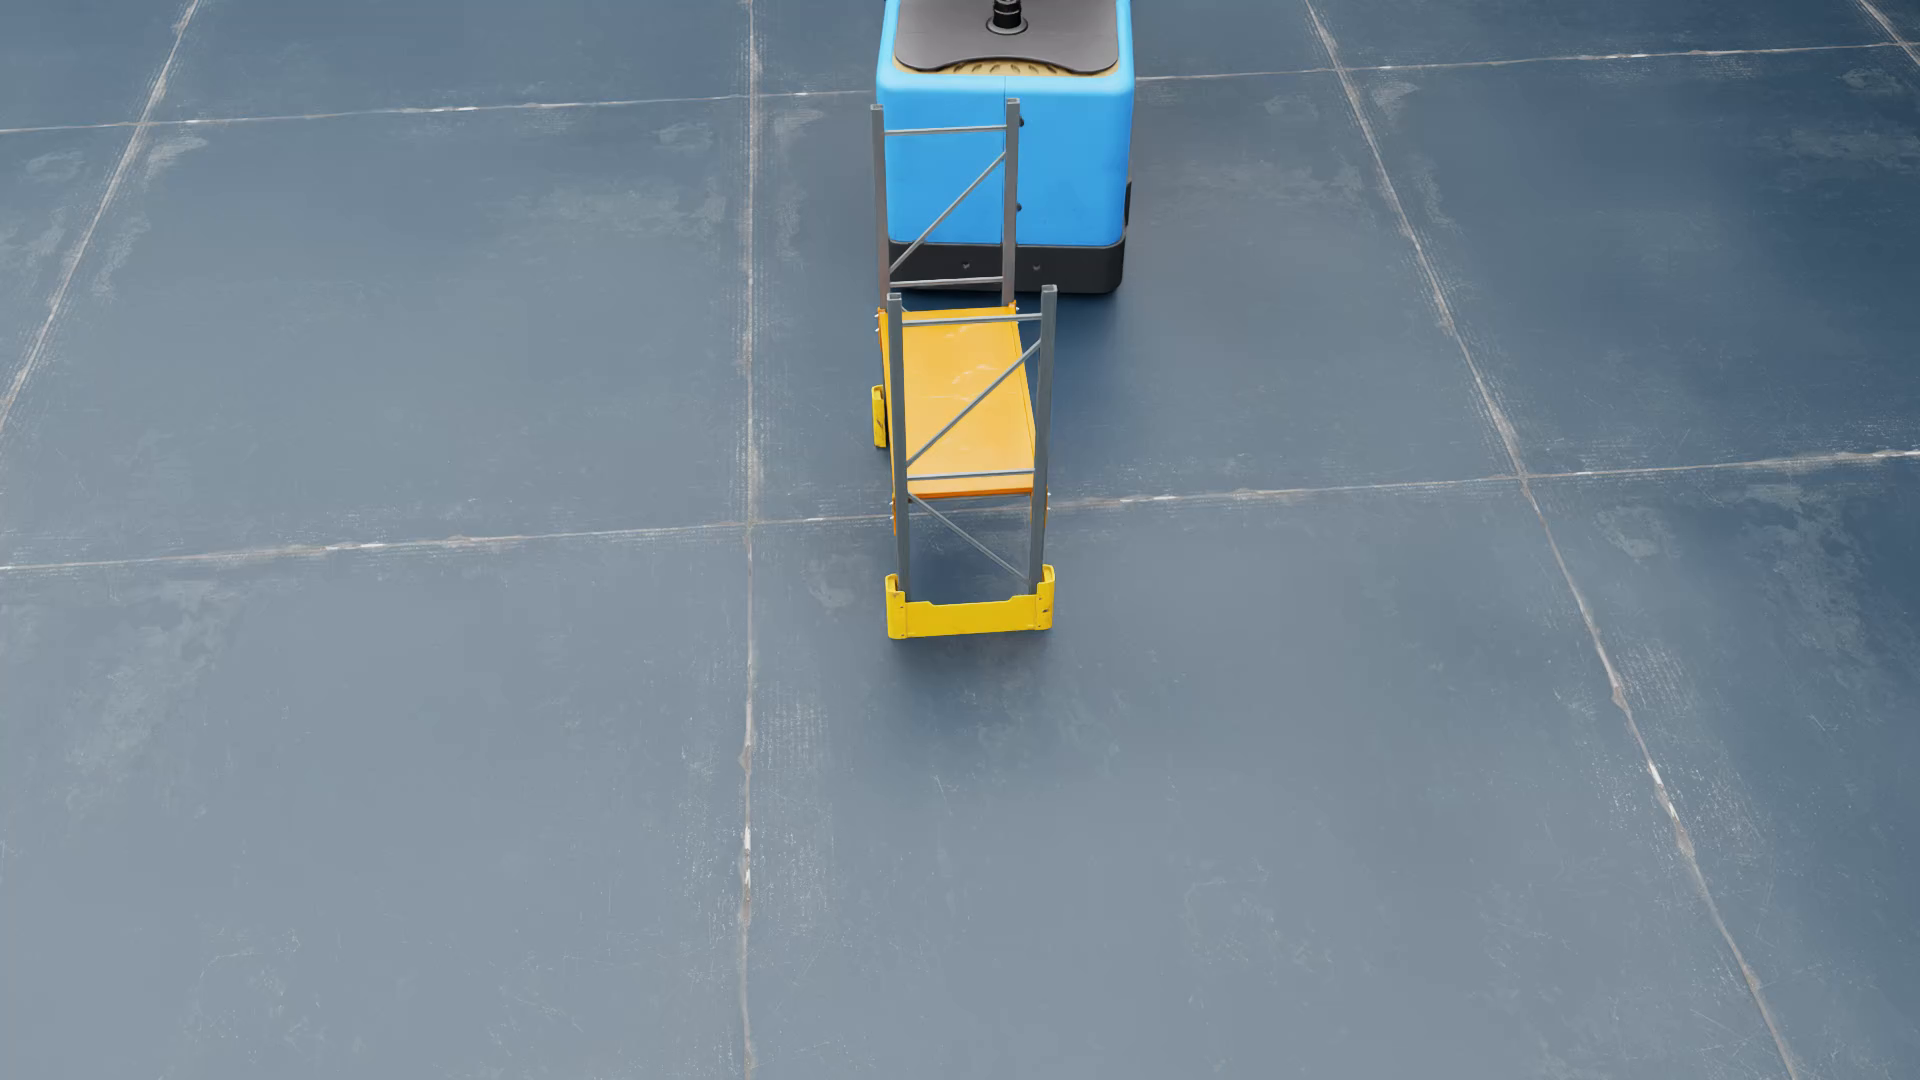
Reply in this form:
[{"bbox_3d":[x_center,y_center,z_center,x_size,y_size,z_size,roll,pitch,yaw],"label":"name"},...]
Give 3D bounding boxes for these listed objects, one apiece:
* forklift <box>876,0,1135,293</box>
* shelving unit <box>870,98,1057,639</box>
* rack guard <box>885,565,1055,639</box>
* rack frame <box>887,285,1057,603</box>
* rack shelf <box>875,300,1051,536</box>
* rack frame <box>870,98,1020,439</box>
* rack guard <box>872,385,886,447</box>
[{"bbox_3d":[0.231,-3.129,7.195,1.130,2.935,3.031,2,47,1],"label":"forklift"},{"bbox_3d":[-0.006,-0.571,5.758,0.587,1.500,1.083,-3,47,-3],"label":"shelving unit"},{"bbox_3d":[0.035,0.219,5.870,0.587,0.250,0.087,-3,47,-3],"label":"rack guard"},{"bbox_3d":[0.035,-0.210,5.416,0.500,1.500,0.032,-3,47,-3],"label":"rack frame"},{"bbox_3d":[-0.007,-0.454,5.895,0.538,0.185,1.000,-3,47,-3],"label":"rack shelf"},{"bbox_3d":[-0.050,-0.945,6.112,0.500,1.500,0.032,-3,47,-3],"label":"rack frame"},{"bbox_3d":[-0.048,-0.501,6.553,0.587,0.250,0.087,-3,47,-3],"label":"rack guard"}]
